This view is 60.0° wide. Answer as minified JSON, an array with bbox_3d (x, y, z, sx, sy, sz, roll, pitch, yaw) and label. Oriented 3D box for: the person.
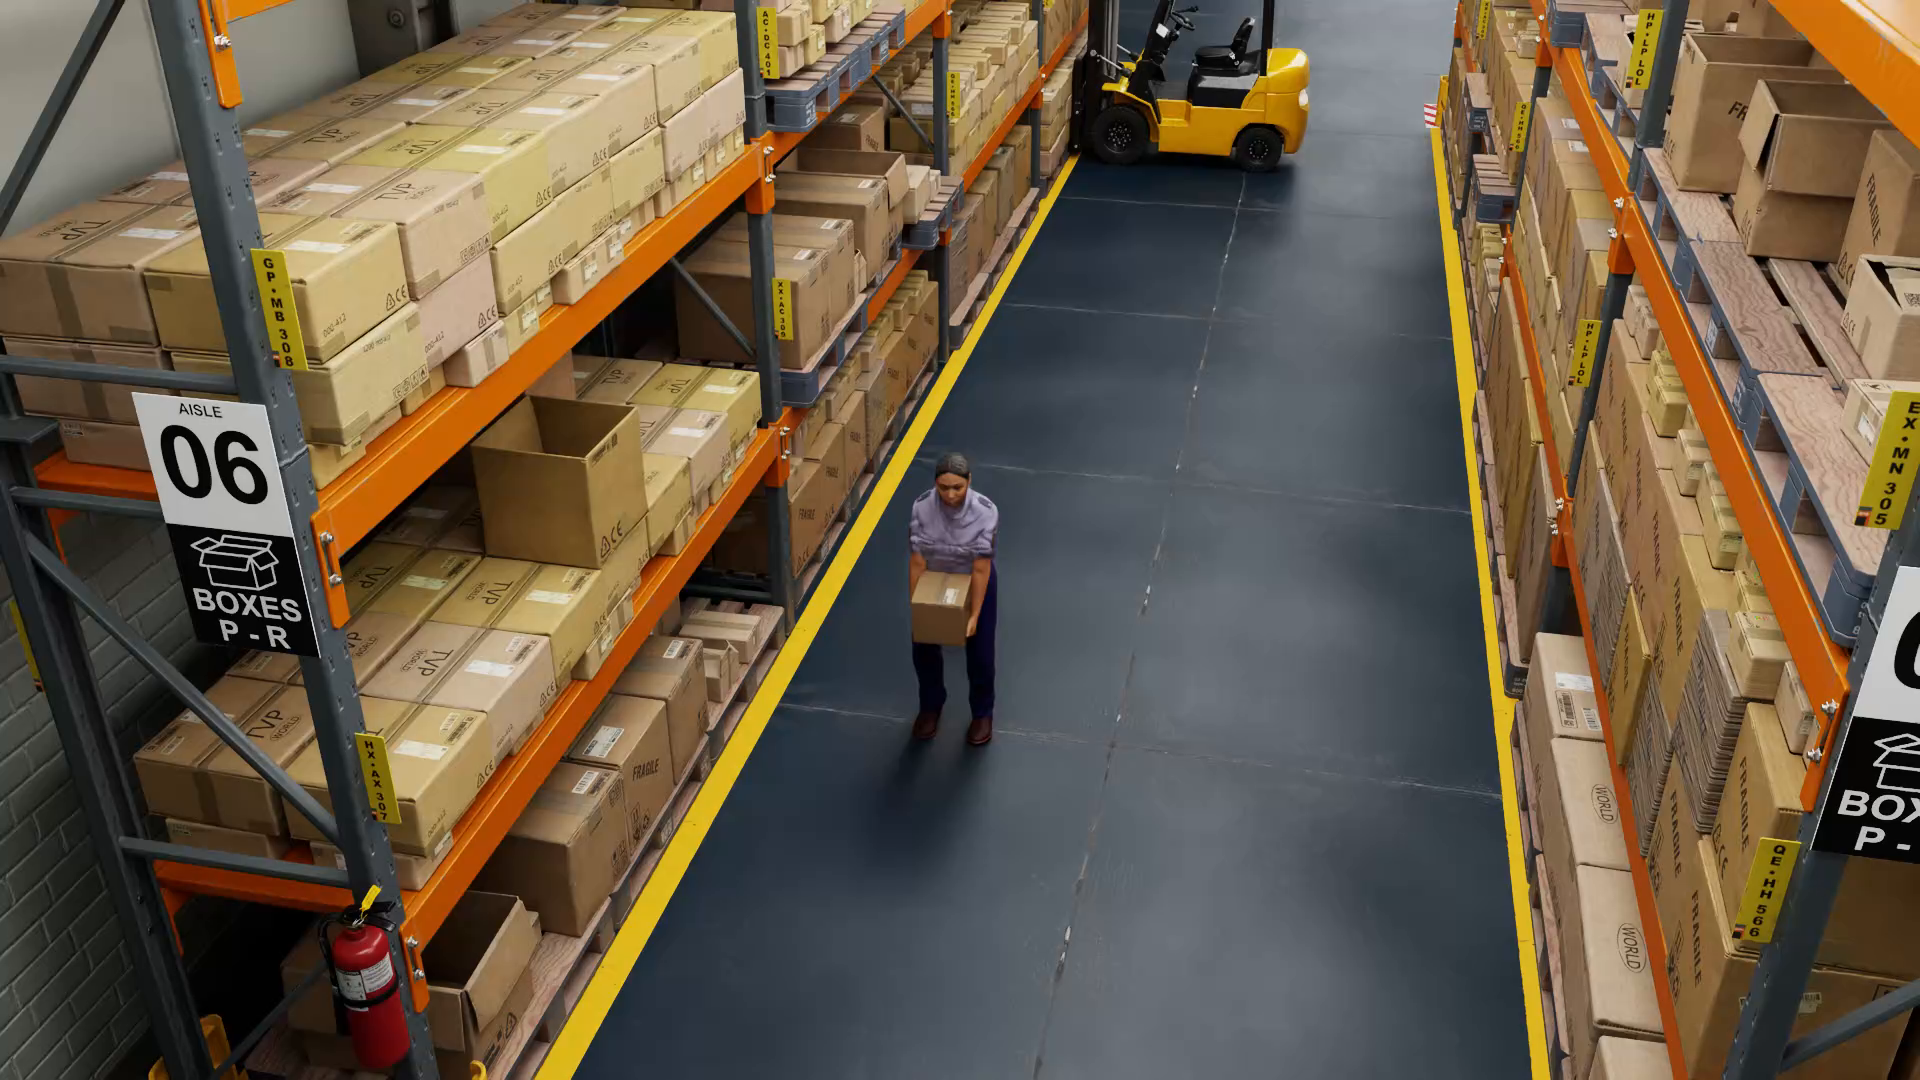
[{"bbox_3d":[-0.035,0.288,8.141,0.435,1.625,0.558,5,29,10],"label":"person"}]
